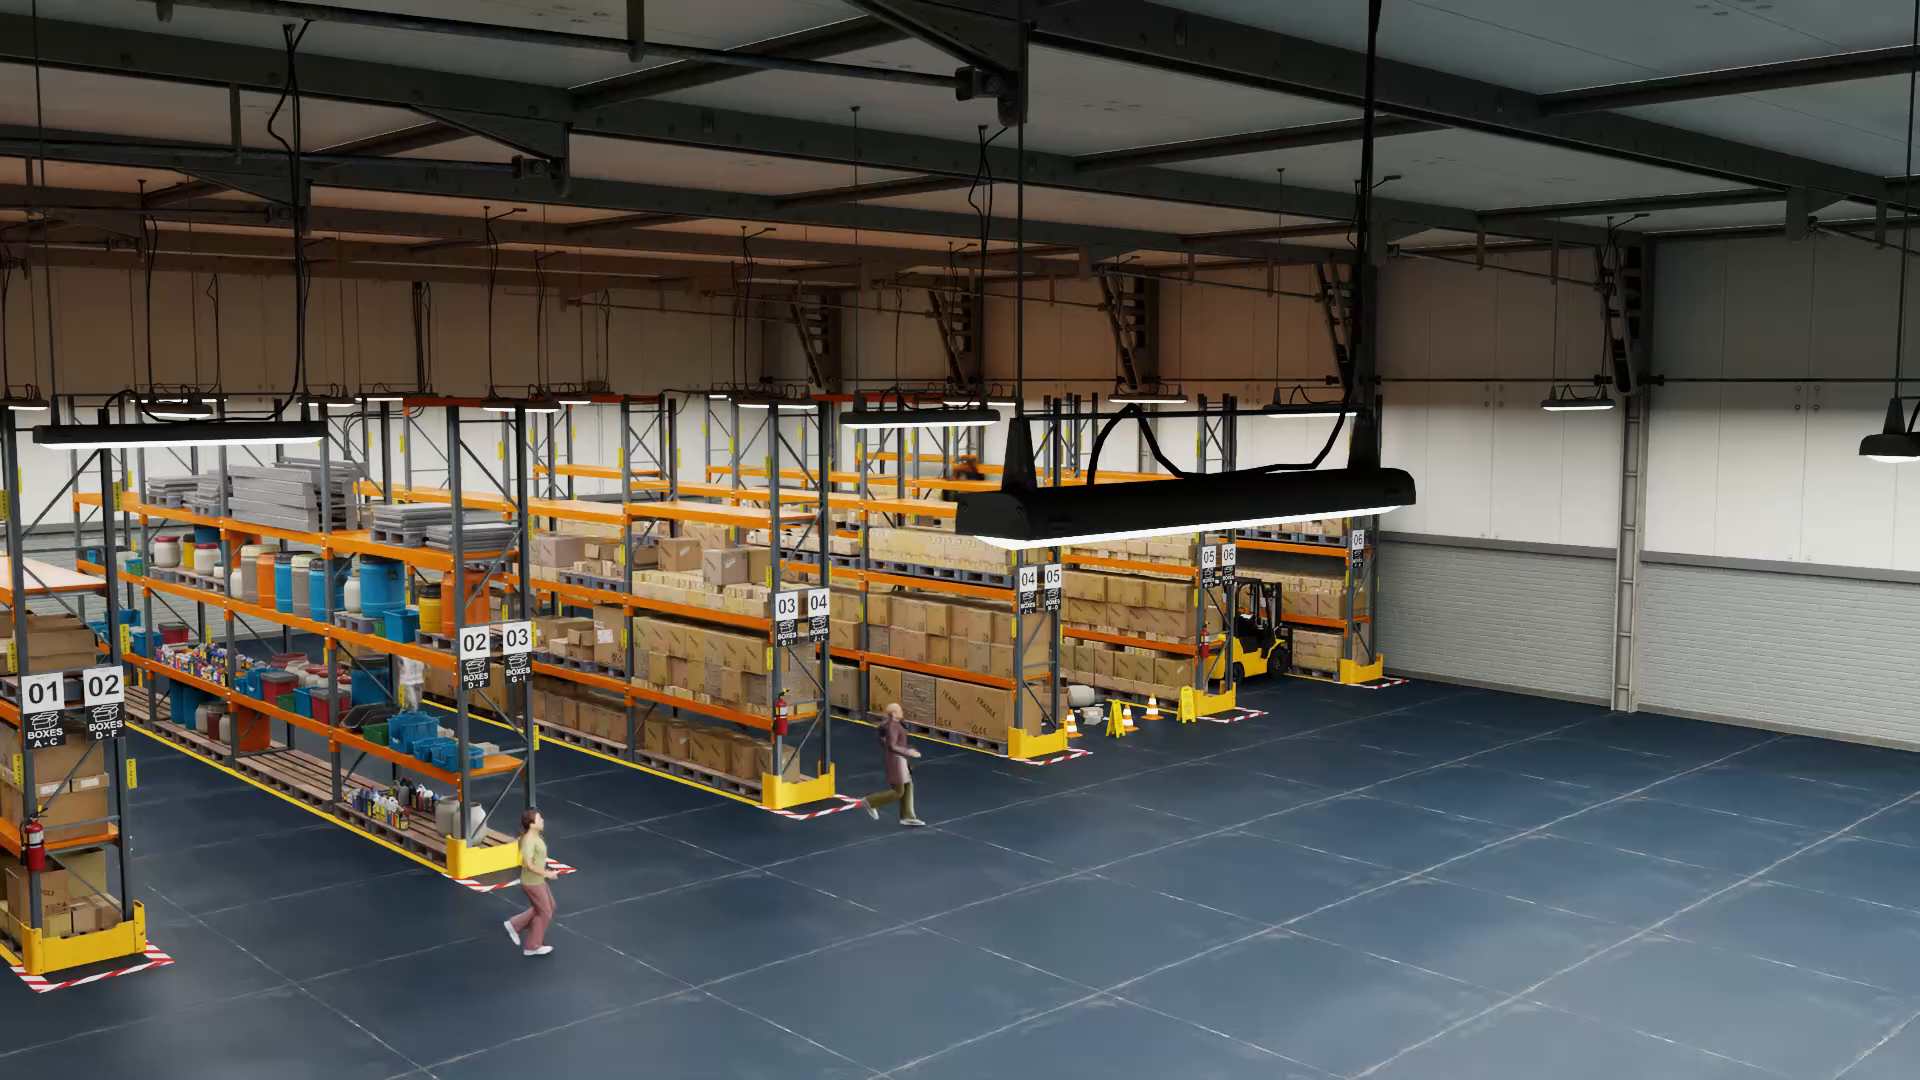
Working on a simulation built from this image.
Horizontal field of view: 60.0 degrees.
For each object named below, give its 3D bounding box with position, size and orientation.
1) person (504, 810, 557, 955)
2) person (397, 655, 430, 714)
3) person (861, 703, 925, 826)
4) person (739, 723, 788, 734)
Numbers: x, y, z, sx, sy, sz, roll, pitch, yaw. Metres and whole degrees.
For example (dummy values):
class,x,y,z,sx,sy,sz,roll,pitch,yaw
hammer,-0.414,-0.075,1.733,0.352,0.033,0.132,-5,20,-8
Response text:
class,x,y,z,sx,sy,sz,roll,pitch,yaw
person,-4.722,3.754,18.264,0.577,1.624,0.625,-1,6,-15
person,-9.771,2.555,29.623,0.970,1.763,0.686,5,7,40
person,-0.955,3.194,23.559,0.928,1.779,0.715,-1,6,-7
person,-3.519,2.627,29.608,1.037,1.602,0.613,4,7,38
